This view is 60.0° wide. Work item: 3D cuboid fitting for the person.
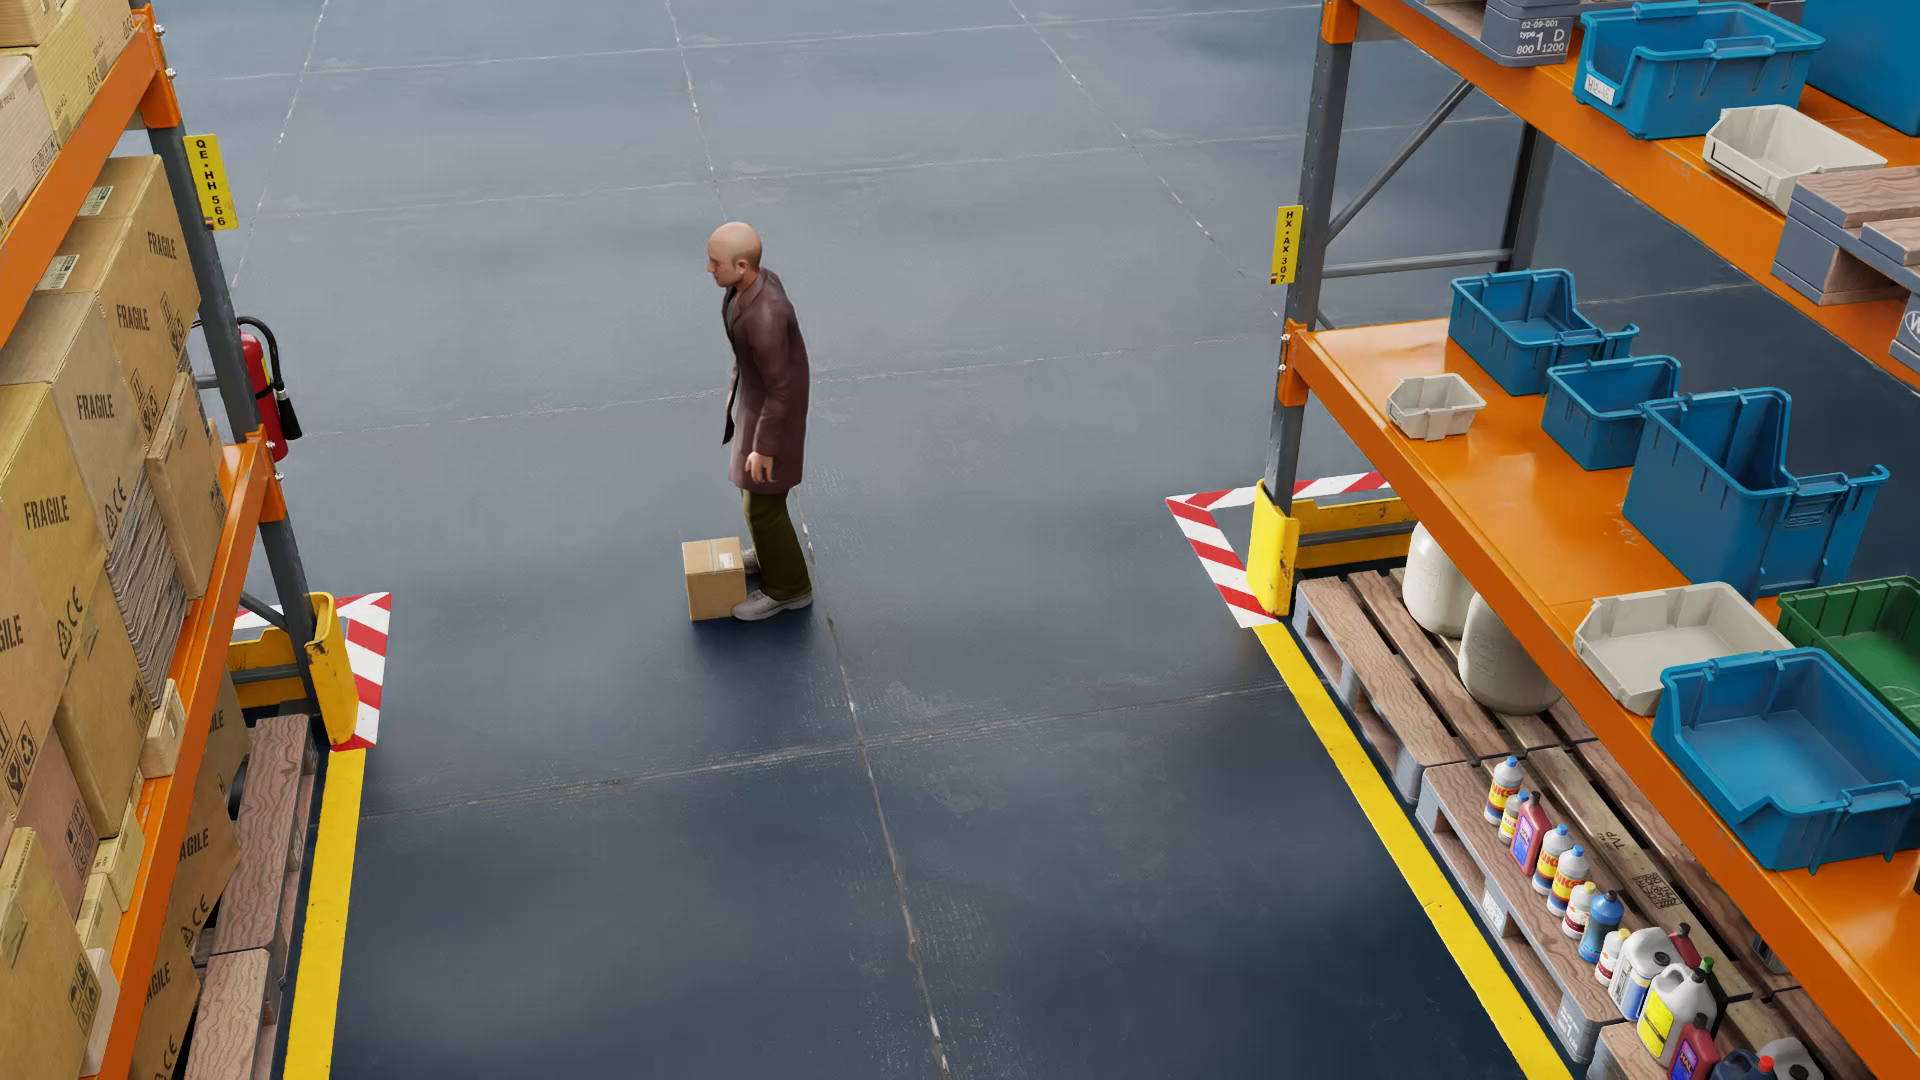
[{"bbox_3d":[-0.828,-0.492,6.887,0.418,1.774,0.656,-9,35,-13],"label":"person"}]
